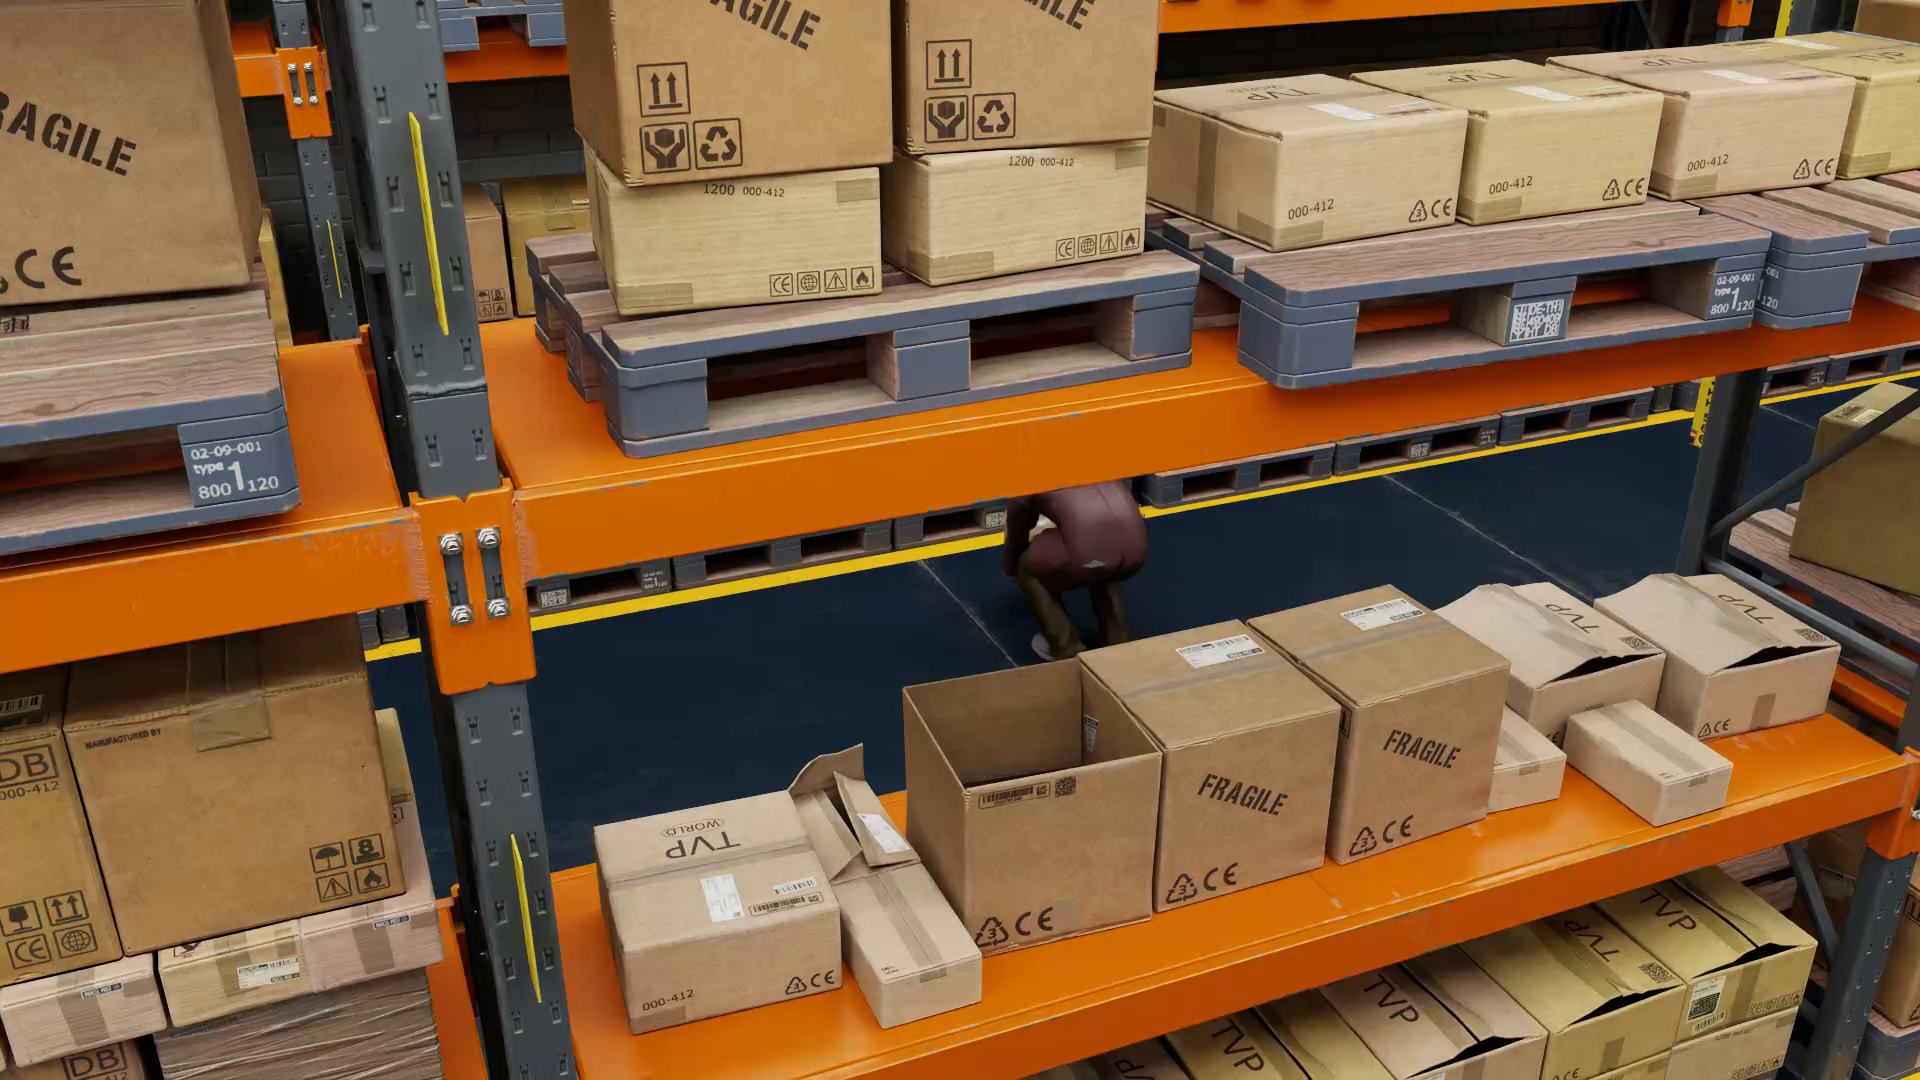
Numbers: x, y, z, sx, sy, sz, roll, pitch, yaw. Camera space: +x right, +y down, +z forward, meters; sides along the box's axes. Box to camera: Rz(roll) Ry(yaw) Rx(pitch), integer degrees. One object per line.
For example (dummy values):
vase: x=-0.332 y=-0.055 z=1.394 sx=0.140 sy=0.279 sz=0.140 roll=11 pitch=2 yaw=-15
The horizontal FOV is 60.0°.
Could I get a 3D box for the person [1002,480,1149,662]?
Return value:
person: x=0.528 y=0.044 z=7.936 sx=0.592 sy=1.001 sz=0.950 roll=-11 pitch=28 yaw=-22
